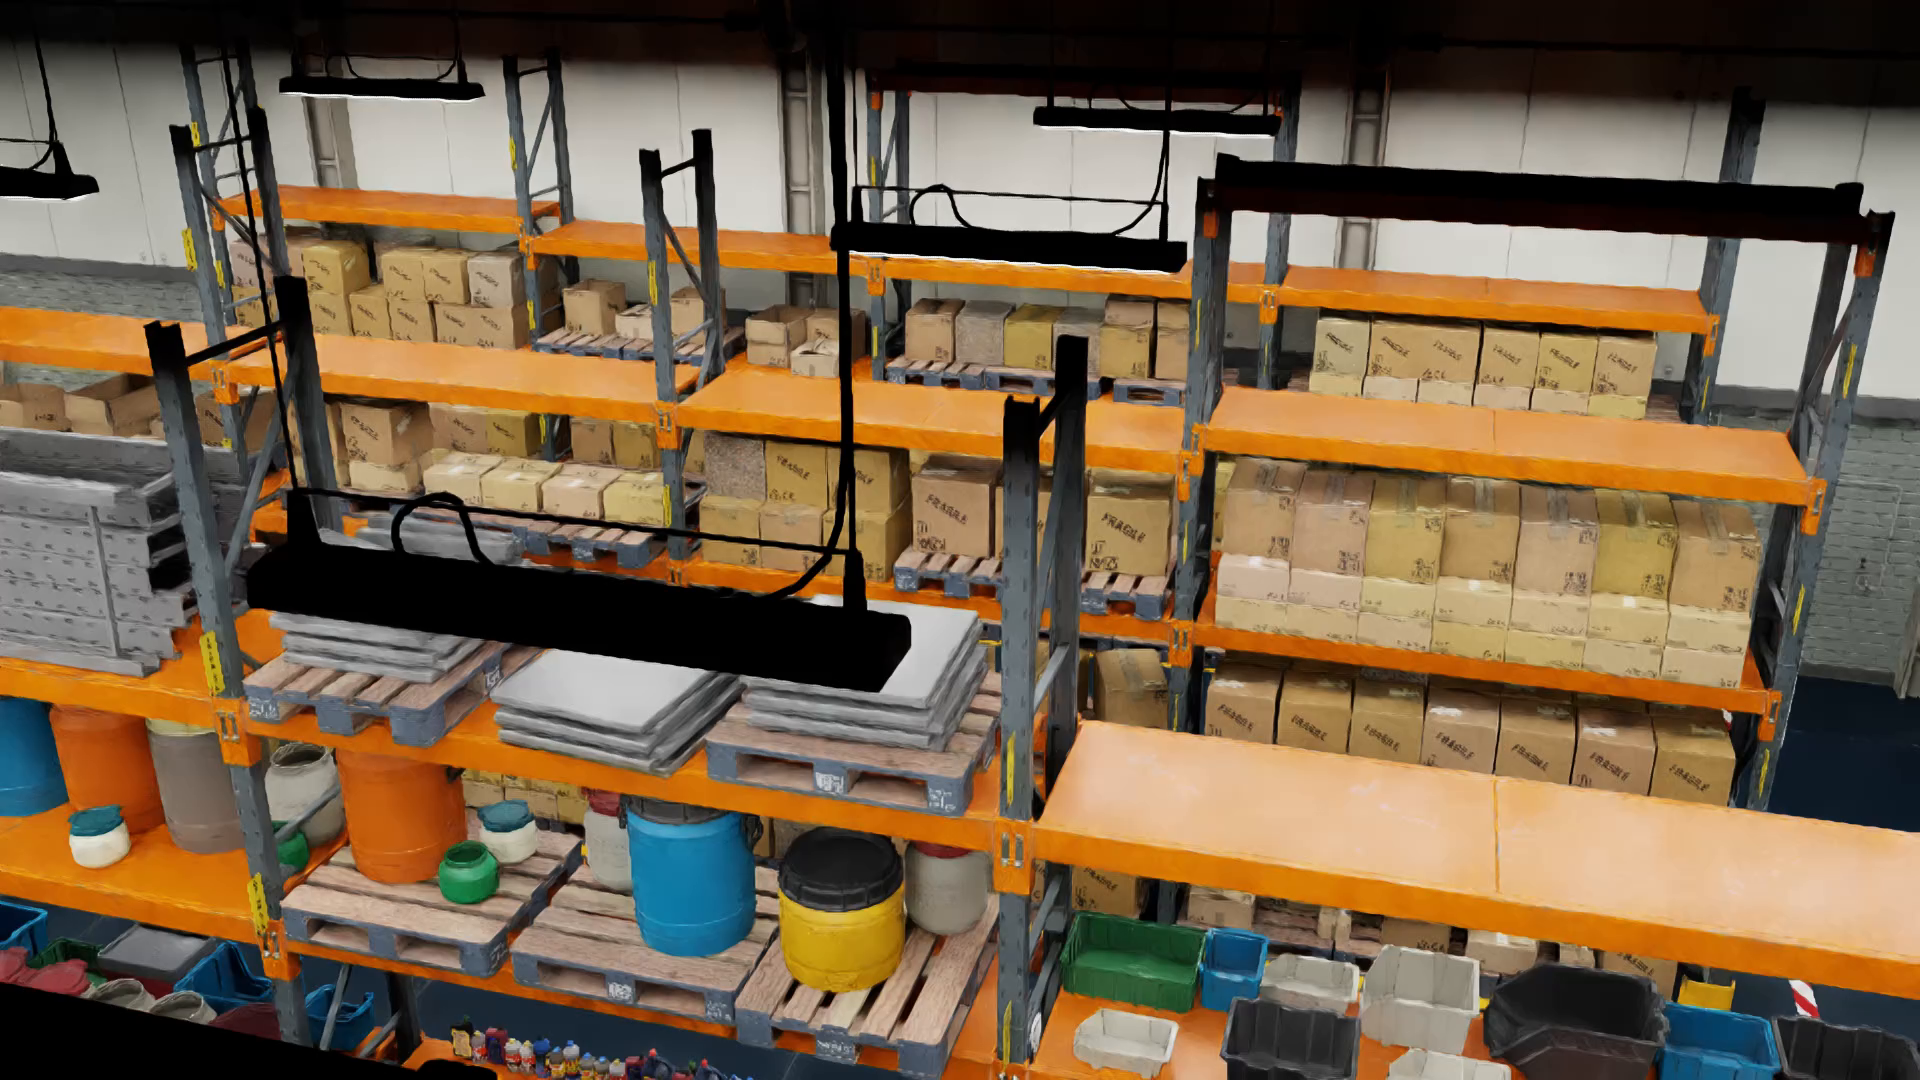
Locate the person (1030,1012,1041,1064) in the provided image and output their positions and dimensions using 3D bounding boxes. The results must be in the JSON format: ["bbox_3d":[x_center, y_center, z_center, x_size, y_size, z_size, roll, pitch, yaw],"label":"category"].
[{"bbox_3d":[0.643,3.441,10.286,0.573,1.665,0.544,20,30,39],"label":"person"}]
